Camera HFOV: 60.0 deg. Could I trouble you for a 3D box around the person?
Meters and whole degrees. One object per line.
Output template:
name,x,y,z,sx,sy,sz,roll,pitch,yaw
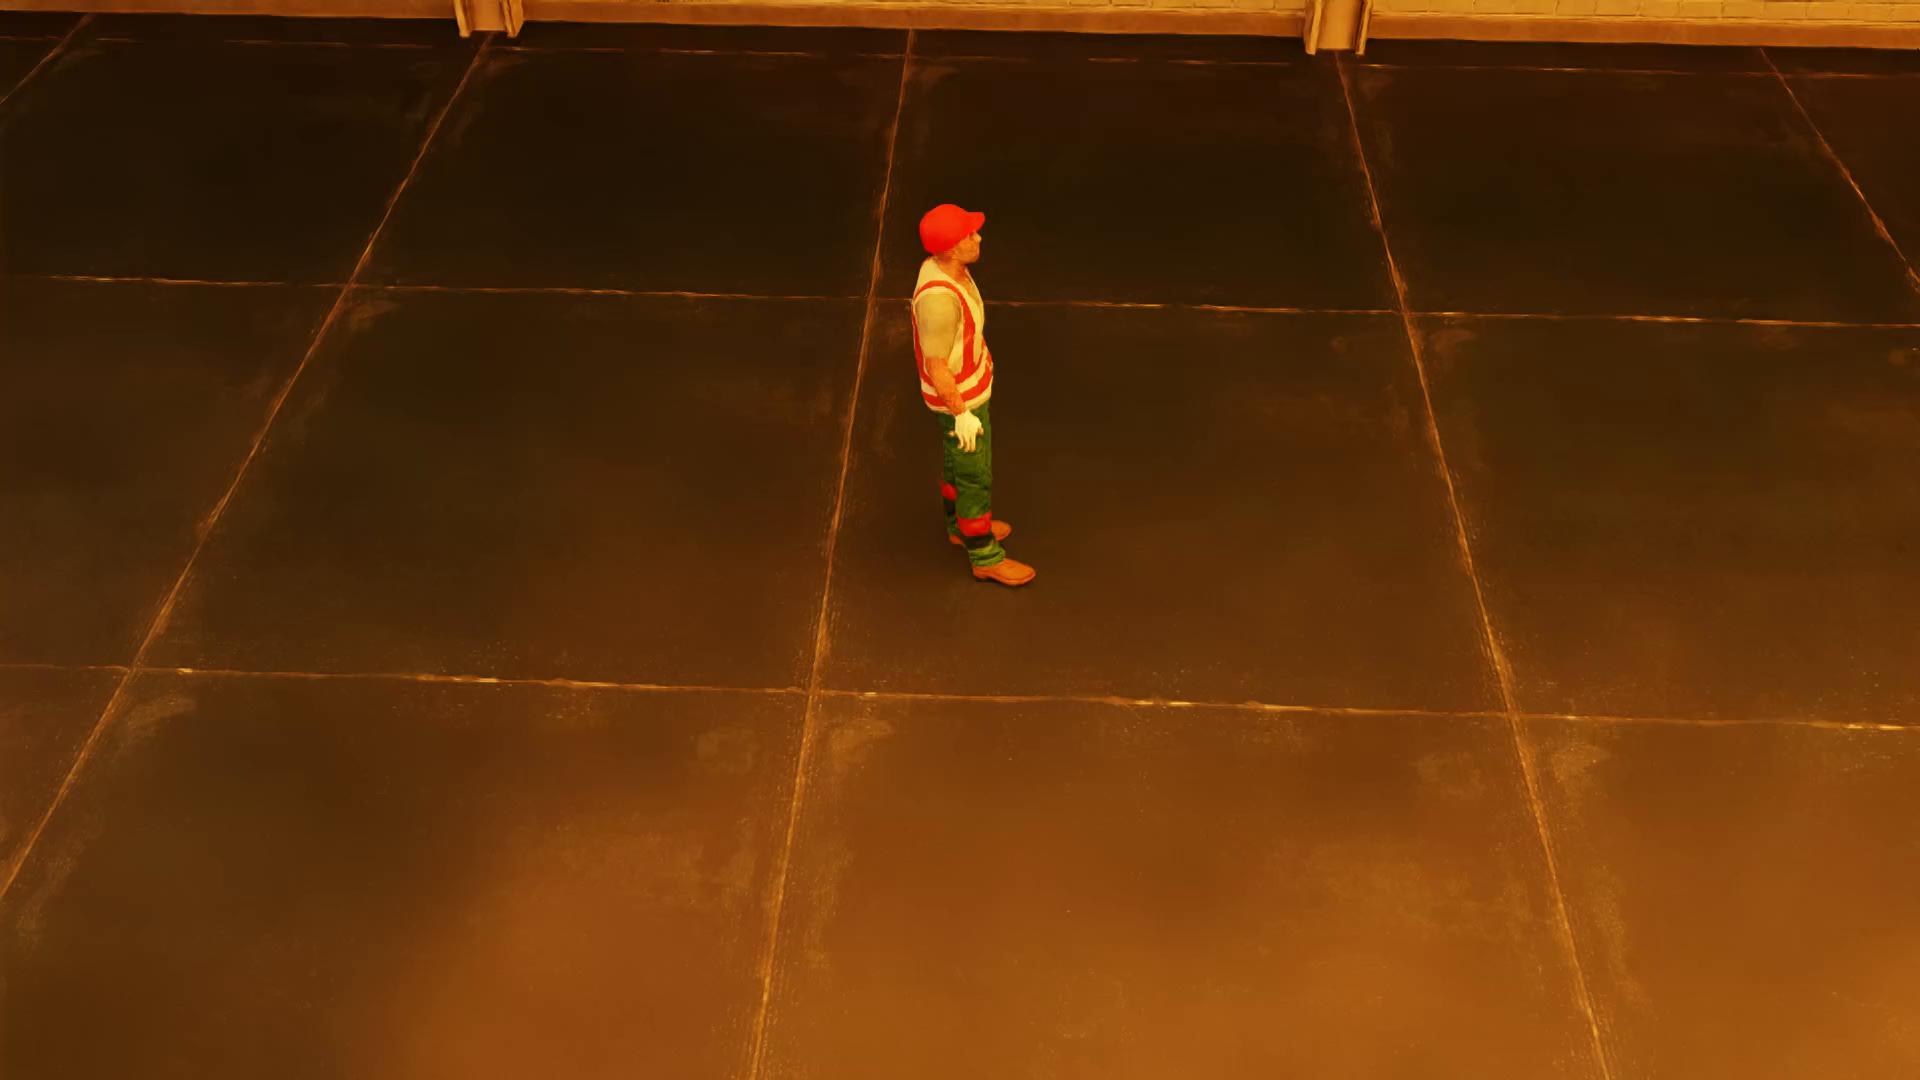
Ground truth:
person,0.080,-0.656,7.297,0.563,1.787,0.637,2,42,2
